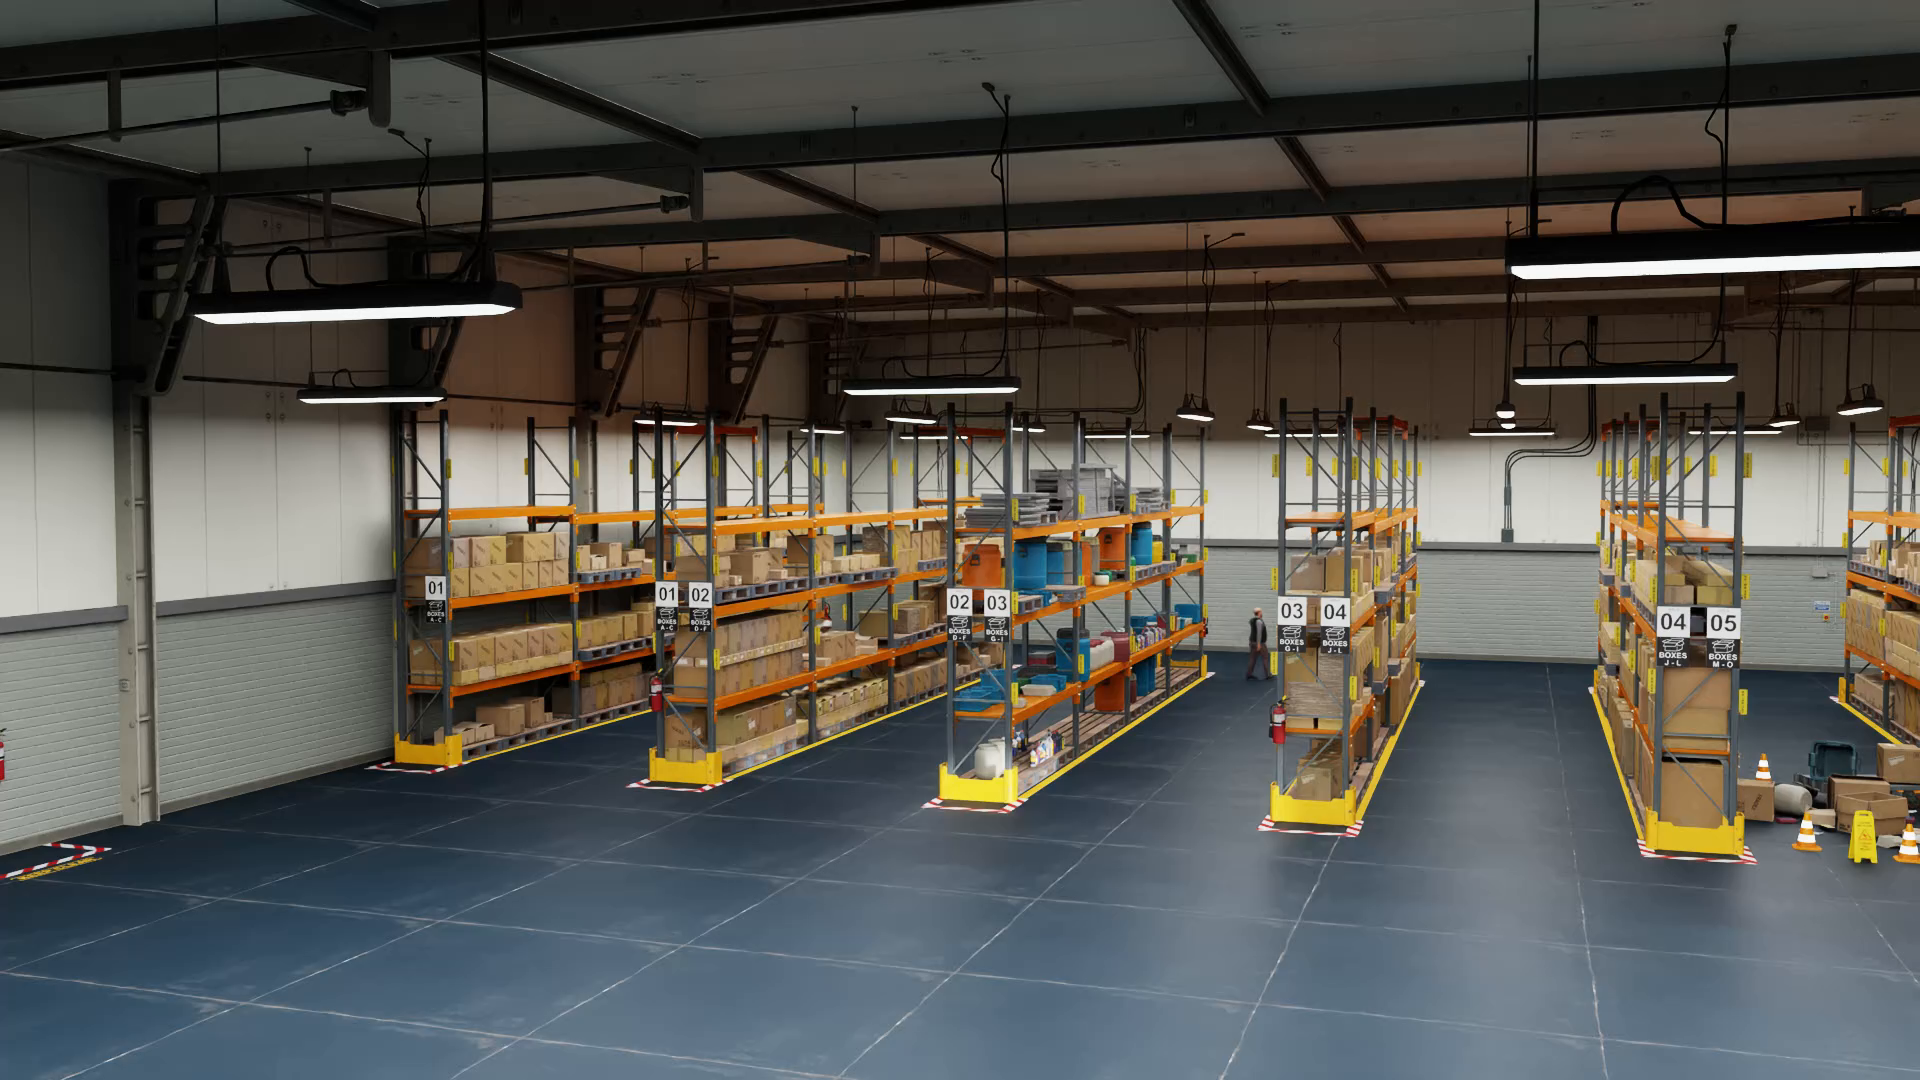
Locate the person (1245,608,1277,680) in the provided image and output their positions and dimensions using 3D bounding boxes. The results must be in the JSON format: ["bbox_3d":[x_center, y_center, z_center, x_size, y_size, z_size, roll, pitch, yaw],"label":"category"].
[{"bbox_3d":[7.104,2.453,39.379,0.746,1.707,0.586,-1,3,-23],"label":"person"}]

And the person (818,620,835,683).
[{"bbox_3d":[-2.917,2.587,36.213,0.641,1.743,0.667,0,2,1],"label":"person"}]

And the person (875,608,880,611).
[{"bbox_3d":[-1.927,2.457,39.720,0.626,1.711,0.660,0,2,7],"label":"person"}]
